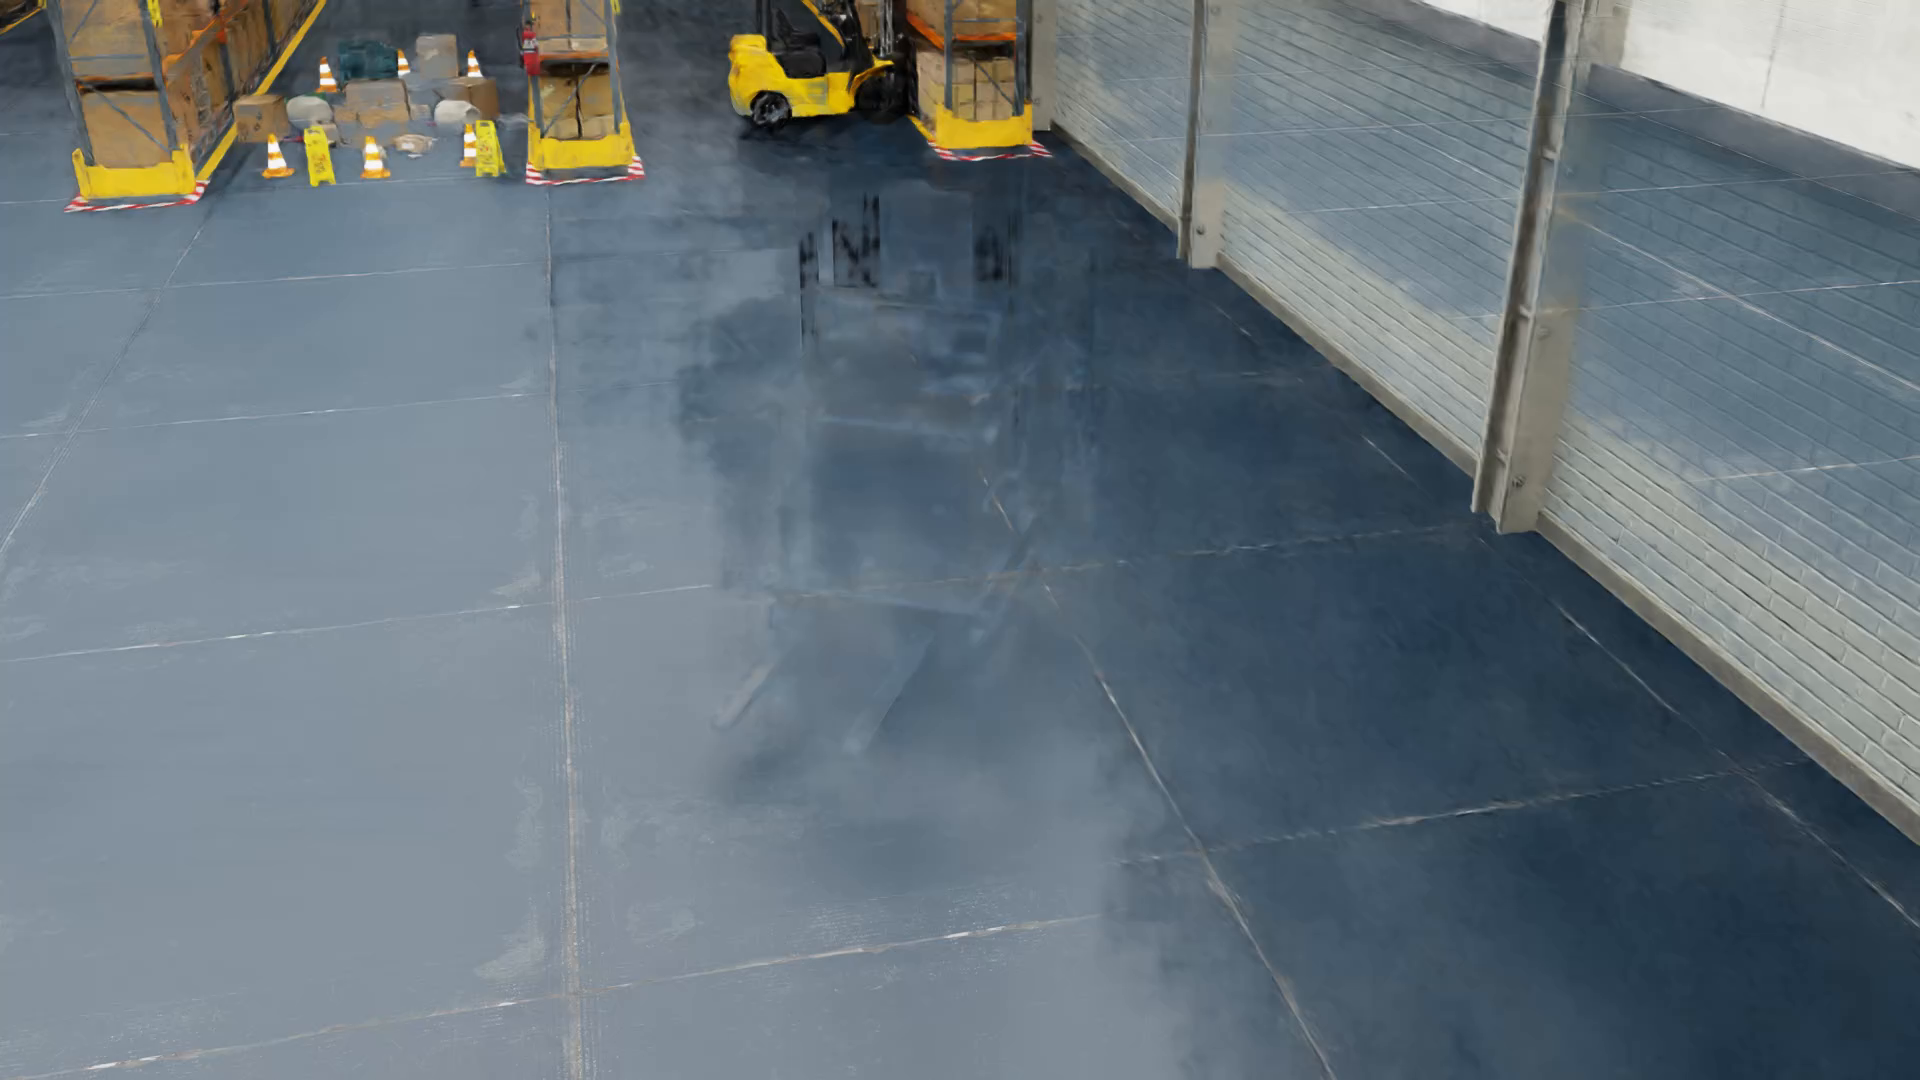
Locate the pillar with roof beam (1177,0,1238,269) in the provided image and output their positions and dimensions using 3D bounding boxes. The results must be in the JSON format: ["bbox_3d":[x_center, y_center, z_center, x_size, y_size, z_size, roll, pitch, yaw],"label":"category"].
[{"bbox_3d":[5.288,-11.401,21.851,9.100,9.000,0.400,-6,27,-12],"label":"pillar with roof beam"}]

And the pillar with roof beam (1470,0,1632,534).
[{"bbox_3d":[6.640,-8.767,16.632,9.100,9.000,0.400,-6,27,-12],"label":"pillar with roof beam"}]
